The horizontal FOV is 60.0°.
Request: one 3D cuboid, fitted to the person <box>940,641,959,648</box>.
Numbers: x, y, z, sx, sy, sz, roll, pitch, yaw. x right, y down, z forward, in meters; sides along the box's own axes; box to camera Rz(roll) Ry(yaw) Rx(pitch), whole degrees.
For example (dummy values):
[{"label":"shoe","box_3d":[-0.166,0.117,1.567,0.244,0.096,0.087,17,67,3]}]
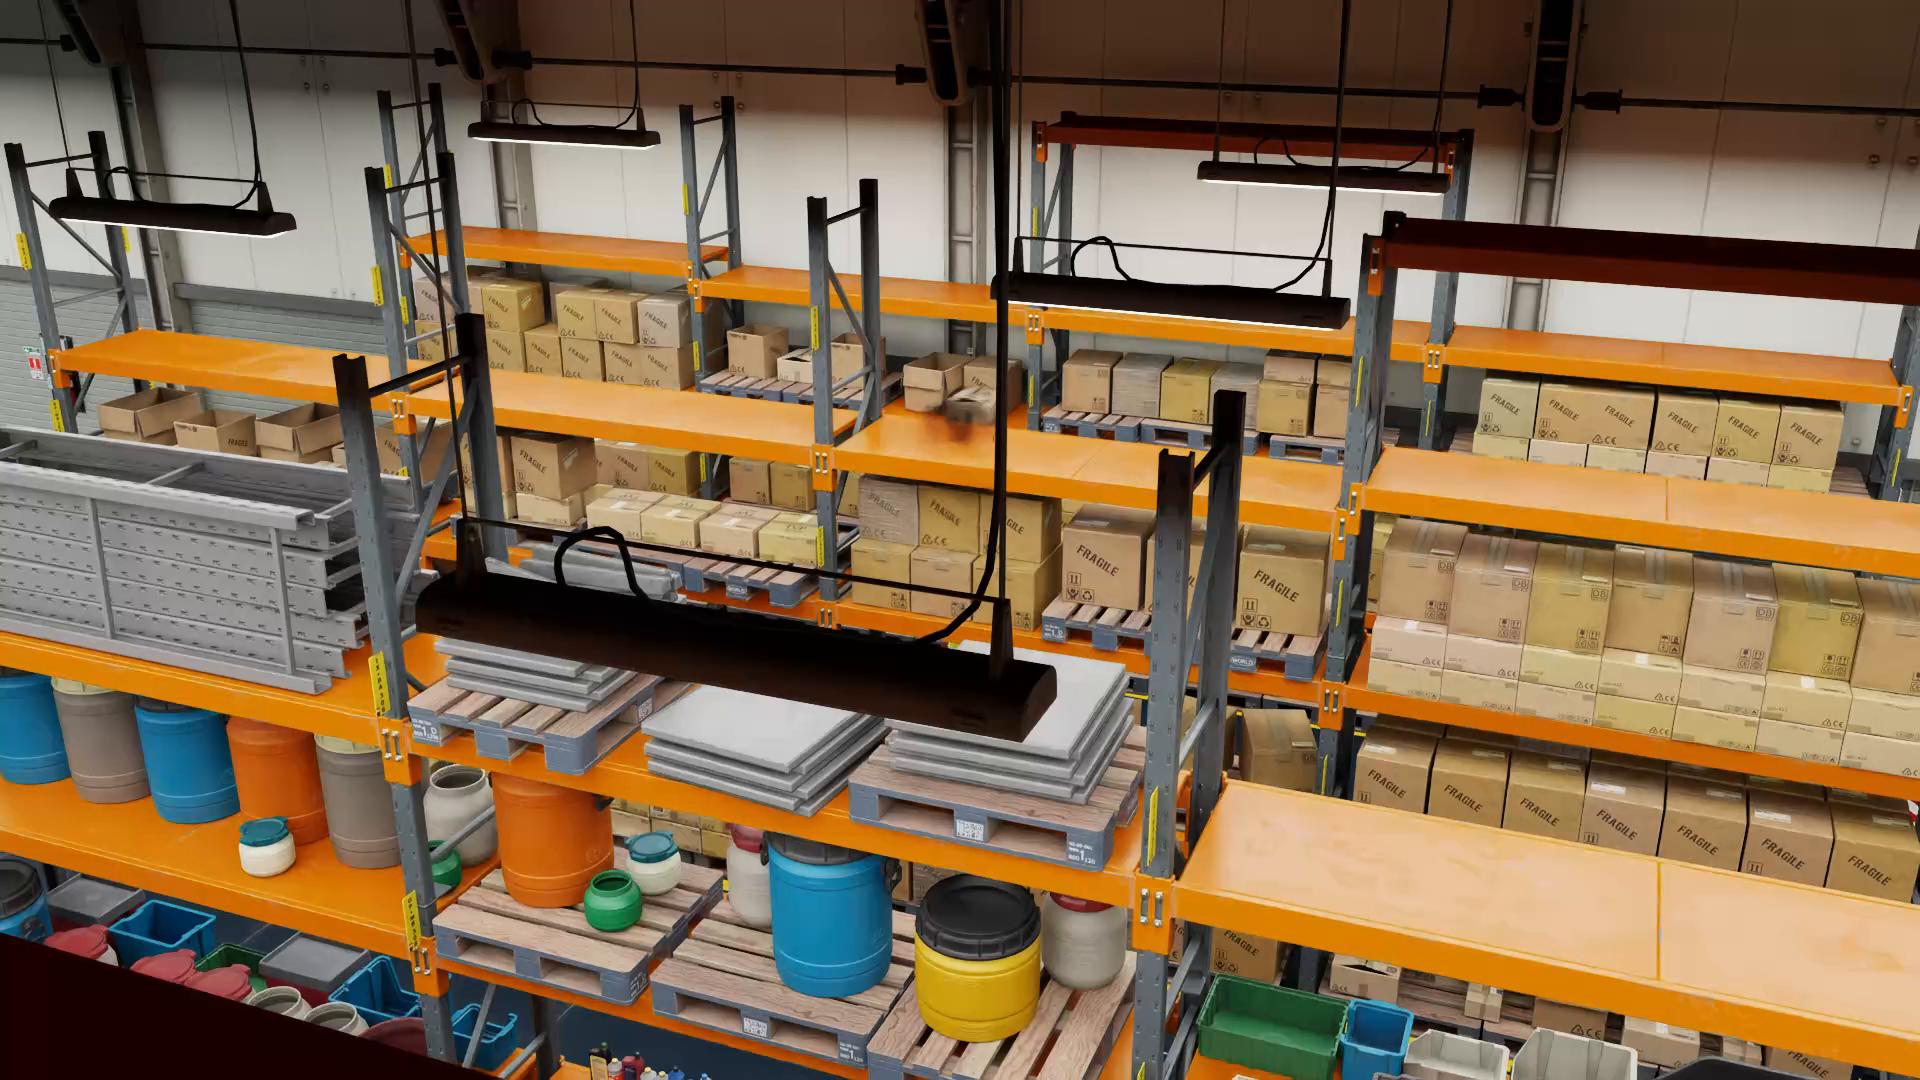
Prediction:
[{"label":"person","box_3d":[0.087,1.259,16.675,0.652,1.761,0.566,19,28,41]}]
